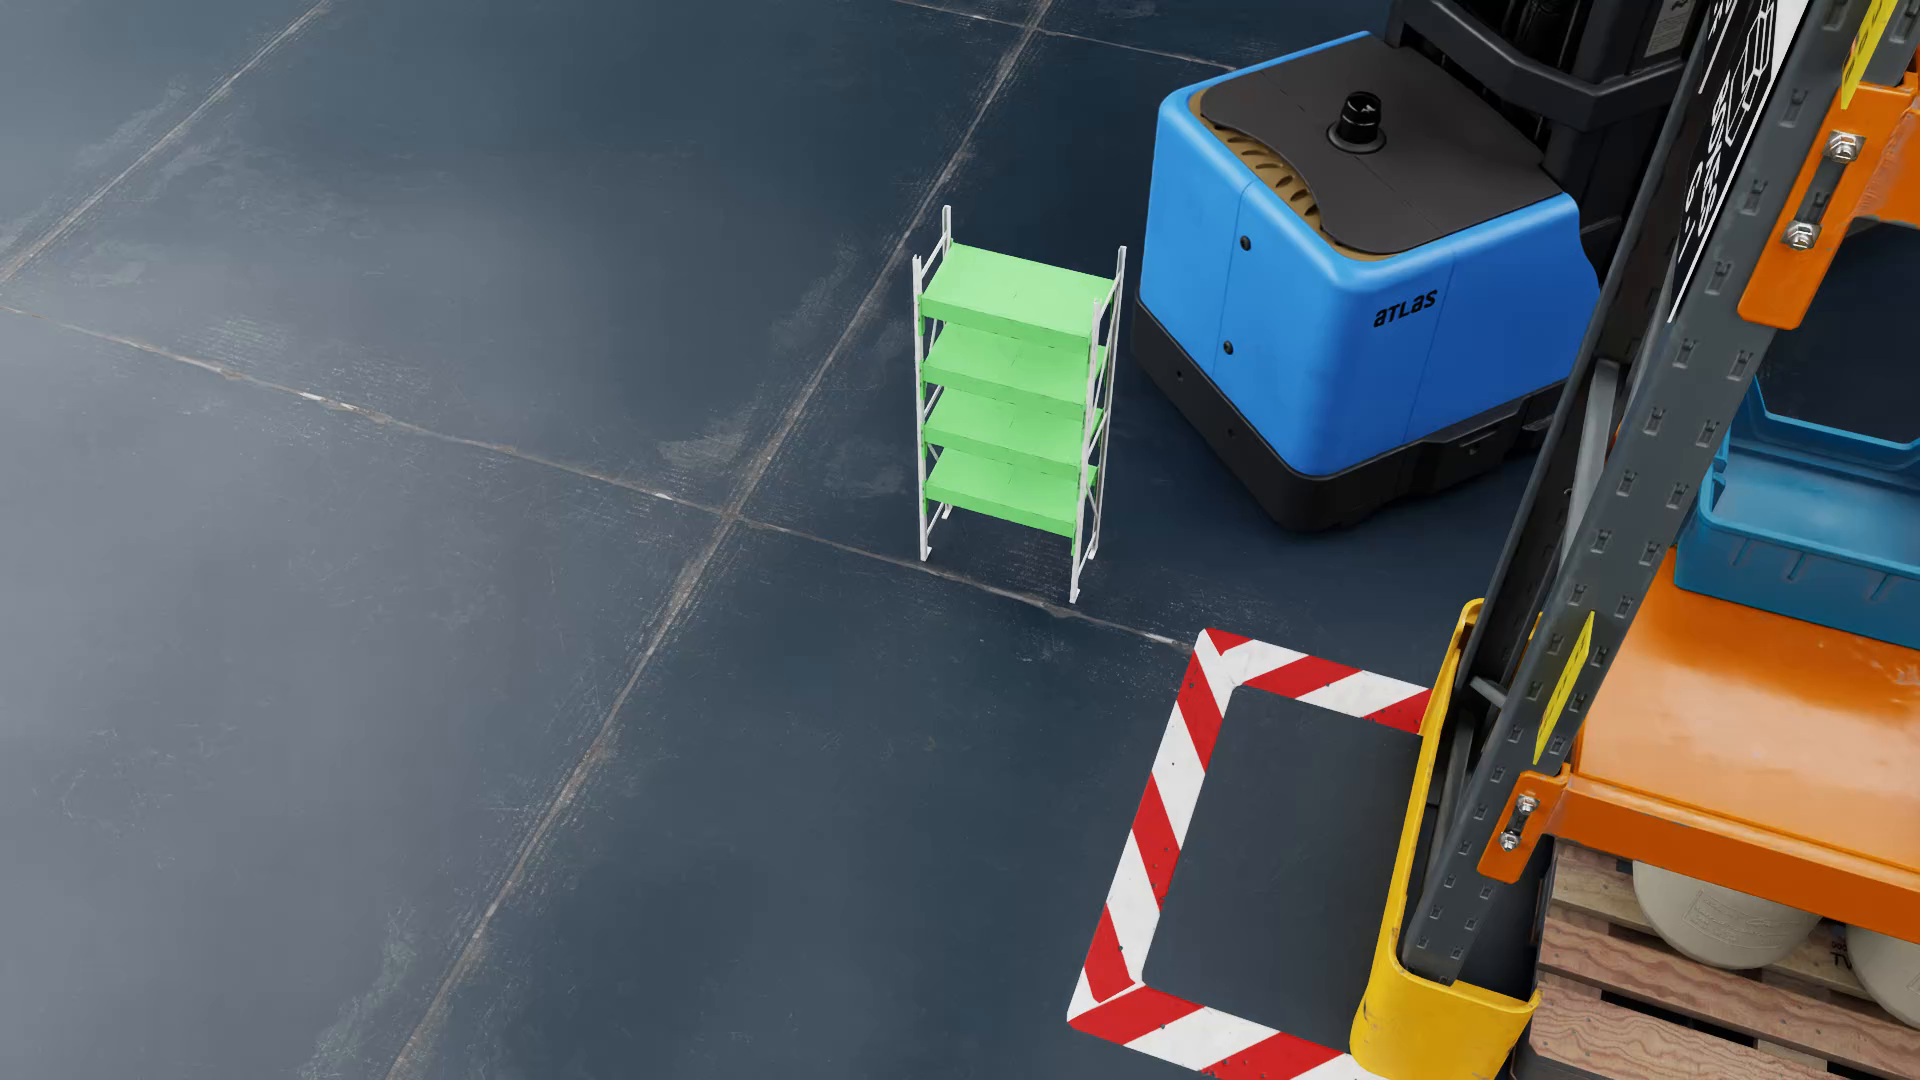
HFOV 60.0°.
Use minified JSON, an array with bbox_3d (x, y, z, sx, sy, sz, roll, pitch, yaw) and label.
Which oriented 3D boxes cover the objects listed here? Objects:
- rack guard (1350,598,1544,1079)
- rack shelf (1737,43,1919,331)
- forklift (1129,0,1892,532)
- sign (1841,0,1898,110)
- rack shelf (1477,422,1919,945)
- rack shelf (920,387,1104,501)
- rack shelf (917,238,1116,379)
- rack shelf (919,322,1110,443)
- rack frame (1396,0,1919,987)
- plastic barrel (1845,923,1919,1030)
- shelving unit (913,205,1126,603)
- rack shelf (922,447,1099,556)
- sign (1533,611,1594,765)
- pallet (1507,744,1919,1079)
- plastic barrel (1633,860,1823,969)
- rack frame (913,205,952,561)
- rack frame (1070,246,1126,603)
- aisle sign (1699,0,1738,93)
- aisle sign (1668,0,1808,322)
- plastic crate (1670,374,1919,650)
[{"bbox_3d":[1.318,0.765,4.256,0.348,0.500,1.175,16,51,13],"label":"rack guard"},{"bbox_3d":[3.107,-0.263,1.984,4.000,0.370,1.077,16,51,13],"label":"rack shelf"},{"bbox_3d":[2.131,-1.789,4.861,3.031,2.935,1.130,-22,52,-18],"label":"forklift"},{"bbox_3d":[1.036,-0.636,1.826,0.005,0.325,0.100,16,51,13],"label":"sign"},{"bbox_3d":[3.107,0.719,3.118,4.000,0.370,1.077,16,51,13],"label":"rack shelf"},{"bbox_3d":[0.155,-0.308,4.807,0.480,0.148,0.258,16,51,13],"label":"rack shelf"},{"bbox_3d":[0.155,-0.622,4.445,0.480,0.148,0.258,16,51,13],"label":"rack shelf"},{"bbox_3d":[0.155,-0.465,4.626,0.480,0.148,0.258,16,51,13],"label":"rack shelf"},{"bbox_3d":[1.231,-0.040,3.300,0.127,3.000,1.000,16,51,13],"label":"rack frame"},{"bbox_3d":[2.345,0.887,3.865,0.421,0.512,0.421,0,49,0],"label":"plastic barrel"},{"bbox_3d":[0.155,-0.350,4.759,0.503,1.200,0.258,16,51,13],"label":"shelving unit"},{"bbox_3d":[0.155,-0.151,4.989,0.480,0.148,0.258,16,51,13],"label":"rack shelf"},{"bbox_3d":[1.036,0.258,2.858,0.005,0.325,0.100,16,51,13],"label":"sign"},{"bbox_3d":[2.079,1.076,4.177,1.213,0.211,1.003,16,51,13],"label":"pallet"},{"bbox_3d":[1.875,0.756,3.979,0.421,0.512,0.421,0,49,0],"label":"plastic barrel"},{"bbox_3d":[-0.074,-0.414,4.814,0.015,1.200,0.240,16,51,13],"label":"rack frame"},{"bbox_3d":[0.384,-0.286,4.704,0.015,1.200,0.240,16,51,13],"label":"rack frame"},{"bbox_3d":[1.266,-1.121,2.516,0.004,0.787,0.394,16,51,13],"label":"aisle sign"},{"bbox_3d":[1.062,-0.703,2.154,0.004,0.787,0.394,16,51,13],"label":"aisle sign"},{"bbox_3d":[1.804,-0.072,3.426,0.616,0.251,0.499,16,51,13],"label":"plastic crate"}]
